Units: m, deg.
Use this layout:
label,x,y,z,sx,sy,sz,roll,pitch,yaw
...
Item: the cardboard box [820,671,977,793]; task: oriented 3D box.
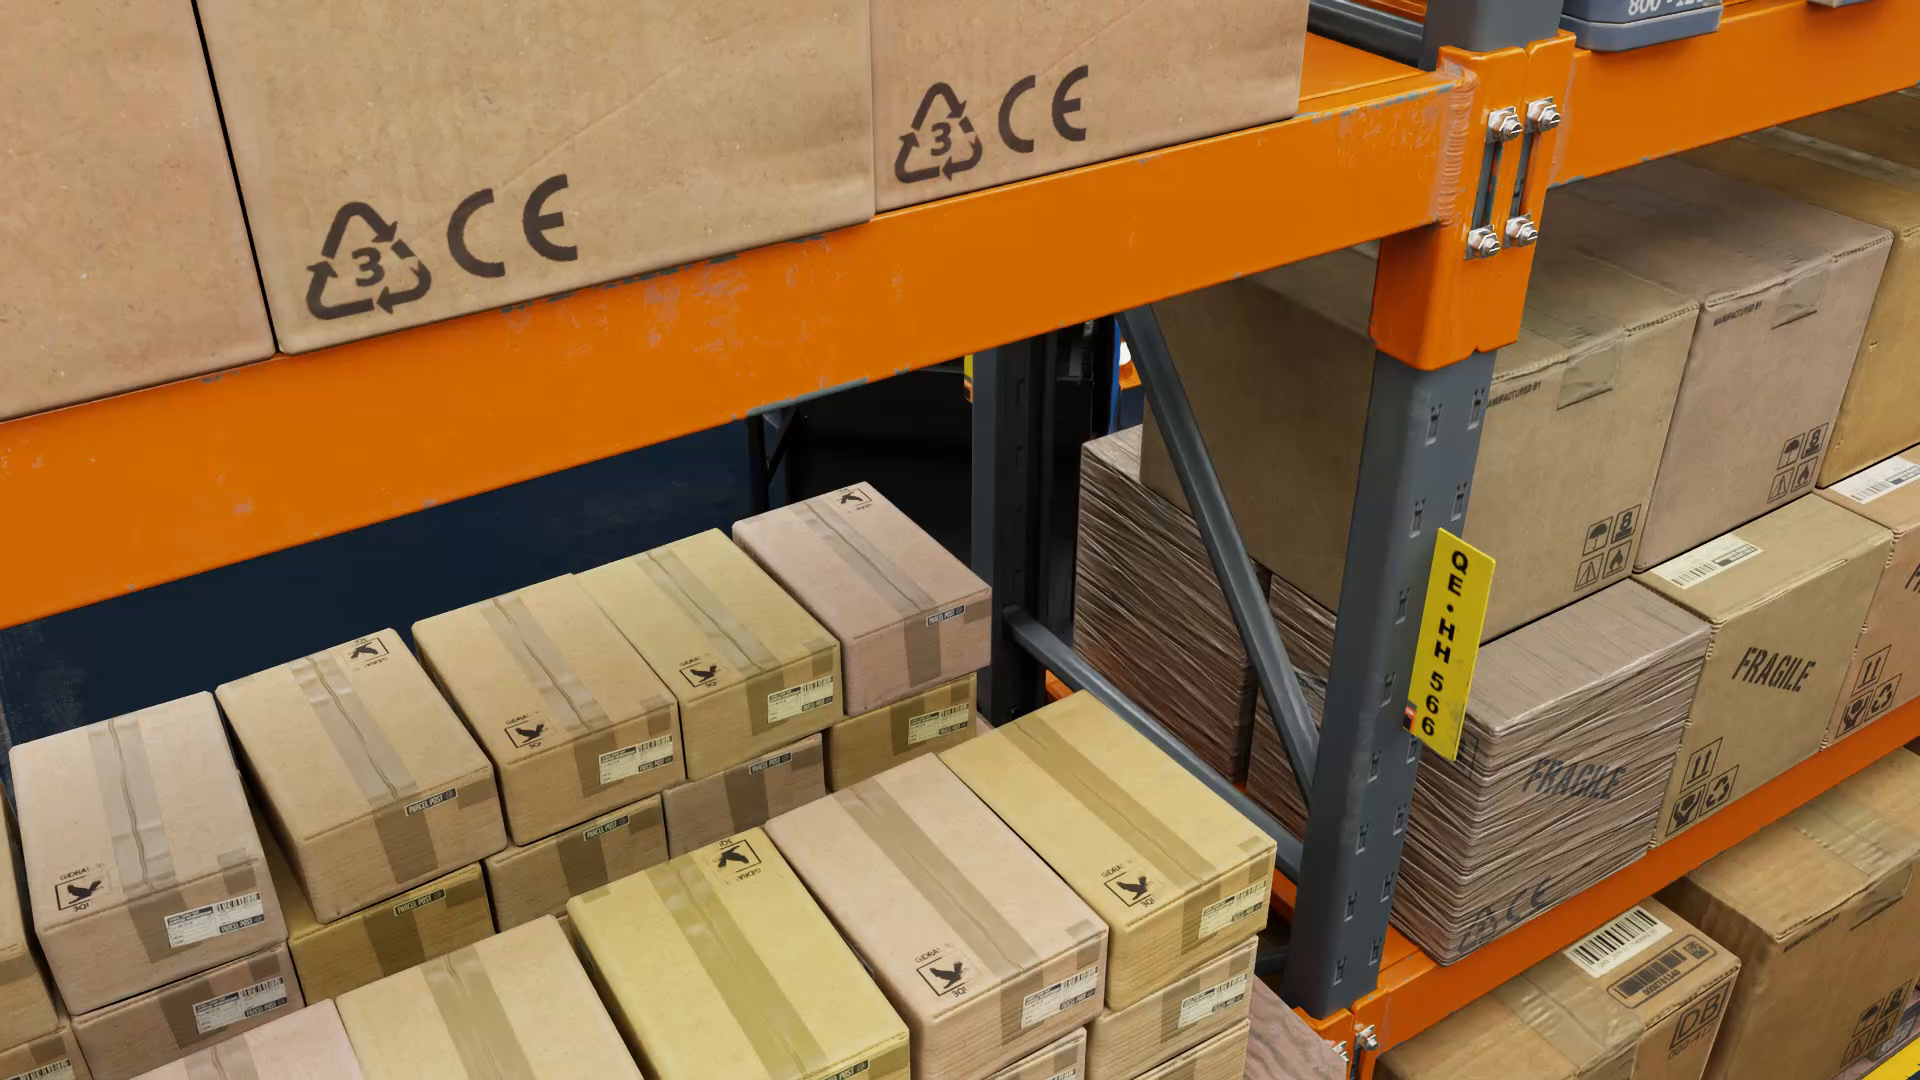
label,x,y,z,sx,sy,sz,roll,pitch,yaw
cardboard box,-0.174,0.210,2.669,0.250,0.149,0.380,-17,36,-25

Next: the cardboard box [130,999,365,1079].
label,x,y,z,sx,sy,sz,roll,pitch,yaw
cardboard box,-0.684,0.675,1.653,0.250,0.149,0.380,-19,37,-27

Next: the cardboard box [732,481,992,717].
label,x,y,z,sx,sy,sz,roll,pitch,yaw
cardboard box,-0.157,0.082,2.592,0.250,0.149,0.380,-19,37,-27

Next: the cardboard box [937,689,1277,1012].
label,x,y,z,sx,sy,sz,roll,pitch,yaw
cardboard box,0.177,0.382,2.118,0.250,0.149,0.380,-21,38,-29

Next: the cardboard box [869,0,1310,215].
label,x,y,z,sx,sy,sz,roll,pitch,yaw
cardboard box,-0.002,-0.675,1.603,0.500,0.500,0.500,-19,37,-27

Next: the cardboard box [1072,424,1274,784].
label,x,y,z,sx,sy,sz,roll,pitch,yaw
cardboard box,0.574,0.064,3.243,0.500,0.500,0.500,-19,37,-27

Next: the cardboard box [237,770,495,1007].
label,x,y,z,sx,sy,sz,roll,pitch,yaw
cardboard box,-0.836,0.441,2.303,0.250,0.149,0.380,-19,37,-27

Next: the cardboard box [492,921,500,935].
label,x,y,z,sx,sy,sz,roll,pitch,yaw
cardboard box,-0.823,0.559,2.394,0.250,0.149,0.380,-17,36,-25

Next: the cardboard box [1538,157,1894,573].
label,x,y,z,sx,sy,sz,roll,pitch,yaw
cardboard box,1.148,-0.380,3.010,0.500,0.500,0.700,-20,37,-28

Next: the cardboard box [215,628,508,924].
label,x,y,z,sx,sy,sz,roll,pitch,yaw
cardboard box,-0.809,0.305,2.239,0.250,0.149,0.380,-21,38,-29

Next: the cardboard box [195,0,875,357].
label,x,y,z,sx,sy,sz,roll,pitch,yaw
cardboard box,-0.415,-0.524,1.364,0.500,0.500,0.500,-19,37,-27

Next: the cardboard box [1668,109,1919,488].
label,x,y,z,sx,sy,sz,roll,pitch,yaw
cardboard box,1.578,-0.529,3.247,0.500,0.500,0.700,-20,37,-28

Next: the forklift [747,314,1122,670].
label,x,y,z,sx,sy,sz,roll,pitch,yaw
forklift,-0.088,-0.873,4.887,1.130,2.935,3.031,5,33,7

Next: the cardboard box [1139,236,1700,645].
label,x,y,z,sx,sy,sz,roll,pitch,yaw
cardboard box,0.723,-0.233,2.777,0.500,0.500,0.700,-19,37,-28

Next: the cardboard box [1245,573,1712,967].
label,x,y,z,sx,sy,sz,roll,pitch,yaw
cardboard box,0.864,0.306,2.859,0.500,0.500,0.500,-19,37,-27

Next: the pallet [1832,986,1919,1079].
label,x,y,z,sx,sy,sz,roll,pitch,yaw
pallet,2.068,0.992,4.479,1.213,0.211,1.003,-19,37,-27

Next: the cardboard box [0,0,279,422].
label,x,y,z,sx,sy,sz,roll,pitch,yaw
cardboard box,-0.838,-0.382,1.138,0.500,0.500,0.500,-19,37,-27

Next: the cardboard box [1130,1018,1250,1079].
label,x,y,z,sx,sy,sz,roll,pitch,yaw
cardboard box,0.175,0.635,2.274,0.250,0.149,0.380,-18,37,-27

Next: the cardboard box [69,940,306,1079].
label,x,y,z,sx,sy,sz,roll,pitch,yaw
cardboard box,-1.046,0.512,2.189,0.250,0.149,0.380,-19,37,-27

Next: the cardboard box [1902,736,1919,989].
label,x,y,z,sx,sy,sz,roll,pitch,yaw
cardboard box,2.417,0.472,4.406,0.750,0.750,1.050,-19,37,-27

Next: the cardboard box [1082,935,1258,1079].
label,x,y,z,sx,sy,sz,roll,pitch,yaw
cardboard box,0.172,0.507,2.198,0.250,0.149,0.380,-18,37,-26

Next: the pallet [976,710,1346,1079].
label,x,y,z,sx,sy,sz,roll,pitch,yaw
pallet,-0.201,0.692,2.521,1.003,0.211,1.213,-19,37,-27

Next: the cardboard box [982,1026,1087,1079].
label,x,y,z,sx,sy,sz,roll,pitch,yaw
cardboard box,-0.052,0.585,2.074,0.250,0.149,0.380,-18,36,-26

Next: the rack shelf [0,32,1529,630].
label,x,y,z,sx,sy,sz,roll,pitch,yaw
rack shelf,-1.341,-0.029,1.347,4.000,0.370,1.077,-19,37,-27

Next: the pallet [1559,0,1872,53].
label,x,y,z,sx,sy,sz,roll,pitch,yaw
pallet,0.853,-1.041,2.455,1.003,0.211,1.213,-17,36,-25

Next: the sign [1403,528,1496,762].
label,x,y,z,sx,sy,sz,roll,pitch,yaw
sign,0.642,0.142,2.203,0.005,0.325,0.100,-19,37,-27

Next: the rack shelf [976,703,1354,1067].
label,x,y,z,sx,sy,sz,roll,pitch,yaw
rack shelf,-1.341,1.240,2.148,4.000,0.370,1.077,-19,37,-27

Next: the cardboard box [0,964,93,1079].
label,x,y,z,sx,sy,sz,roll,pitch,yaw
cardboard box,-1.256,0.583,2.078,0.250,0.149,0.380,-19,37,-28

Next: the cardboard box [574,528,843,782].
label,x,y,z,sx,sy,sz,roll,pitch,yaw
cardboard box,-0.377,0.160,2.469,0.250,0.149,0.380,-20,37,-29

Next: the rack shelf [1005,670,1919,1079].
label,x,y,z,sx,sy,sz,roll,pitch,yaw
rack shelf,2.021,0.083,3.981,4.000,0.370,1.077,-19,37,-27

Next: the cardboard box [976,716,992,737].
label,x,y,z,sx,sy,sz,roll,pitch,yaw
cardboard box,-0.145,0.325,2.766,0.250,0.149,0.380,-20,37,-28

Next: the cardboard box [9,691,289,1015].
label,x,y,z,sx,sy,sz,roll,pitch,yaw
cardboard box,-1.035,0.384,2.114,0.250,0.149,0.380,-17,36,-25

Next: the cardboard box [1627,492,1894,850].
label,x,y,z,sx,sy,sz,roll,pitch,yaw
cardboard box,1.290,0.158,3.094,0.500,0.500,0.500,-19,37,-28

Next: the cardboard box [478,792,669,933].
label,x,y,z,sx,sy,sz,roll,pitch,yaw
cardboard box,-0.624,0.368,2.419,0.250,0.149,0.380,-20,37,-29

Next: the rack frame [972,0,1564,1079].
label,x,y,z,sx,sy,sz,roll,pitch,yaw
rack frame,0.342,0.359,2.870,0.053,2.616,0.949,-19,37,-27

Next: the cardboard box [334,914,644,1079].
label,x,y,z,sx,sy,sz,roll,pitch,yaw
cardboard box,-0.478,0.608,1.759,0.250,0.149,0.380,-18,36,-26

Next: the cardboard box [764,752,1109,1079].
label,x,y,z,sx,sy,sz,roll,pitch,yaw
cardboard box,-0.035,0.453,2.004,0.250,0.149,0.380,-19,37,-28

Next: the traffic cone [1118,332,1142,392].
label,x,y,z,sx,sy,sz,roll,pitch,yaw
traffic cone,0.652,-0.930,7.291,0.334,0.463,0.336,-19,37,-27

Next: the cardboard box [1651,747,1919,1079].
label,x,y,z,sx,sy,sz,roll,pitch,yaw
cardboard box,1.634,0.741,3.978,0.750,0.750,1.050,-18,37,-27

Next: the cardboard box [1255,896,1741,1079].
label,x,y,z,sx,sy,sz,roll,pitch,yaw
cardboard box,0.901,0.995,3.575,0.750,0.750,1.050,-20,37,-28

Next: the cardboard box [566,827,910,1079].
label,x,y,z,sx,sy,sz,roll,pitch,yaw
cardboard box,-0.256,0.529,1.884,0.250,0.149,0.380,-18,36,-26

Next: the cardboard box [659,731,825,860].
label,x,y,z,sx,sy,sz,roll,pitch,yaw
cardboard box,-0.401,0.289,2.543,0.250,0.149,0.380,-17,36,-25

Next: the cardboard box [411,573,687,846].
label,x,y,z,sx,sy,sz,roll,pitch,yaw
cardboard box,-0.586,0.229,2.360,0.250,0.149,0.380,-19,37,-28

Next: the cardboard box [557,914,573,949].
label,x,y,z,sx,sy,sz,roll,pitch,yaw
cardboard box,-0.597,0.480,2.519,0.250,0.149,0.380,-17,36,-25

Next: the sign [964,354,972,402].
label,x,y,z,sx,sy,sz,roll,pitch,yaw
sign,0.037,-0.380,2.956,0.005,0.325,0.100,-19,37,-27

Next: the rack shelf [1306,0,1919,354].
label,x,y,z,sx,sy,sz,roll,pitch,yaw
rack shelf,2.021,-1.185,3.180,4.000,0.370,1.077,-19,37,-27

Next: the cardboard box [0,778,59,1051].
label,x,y,z,sx,sy,sz,roll,pitch,yaw
cardboard box,-1.257,0.462,1.991,0.250,0.149,0.380,-18,36,-26

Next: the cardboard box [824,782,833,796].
label,x,y,z,sx,sy,sz,roll,pitch,yaw
cardboard box,-0.371,0.402,2.643,0.250,0.149,0.380,-17,36,-25

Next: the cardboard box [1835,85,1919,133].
label,x,y,z,sx,sy,sz,roll,pitch,yaw
cardboard box,2.007,-0.677,3.481,0.500,0.500,0.700,-19,37,-28

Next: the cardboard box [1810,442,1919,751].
label,x,y,z,sx,sy,sz,roll,pitch,yaw
cardboard box,1.714,0.012,3.325,0.500,0.500,0.500,-19,37,-27
